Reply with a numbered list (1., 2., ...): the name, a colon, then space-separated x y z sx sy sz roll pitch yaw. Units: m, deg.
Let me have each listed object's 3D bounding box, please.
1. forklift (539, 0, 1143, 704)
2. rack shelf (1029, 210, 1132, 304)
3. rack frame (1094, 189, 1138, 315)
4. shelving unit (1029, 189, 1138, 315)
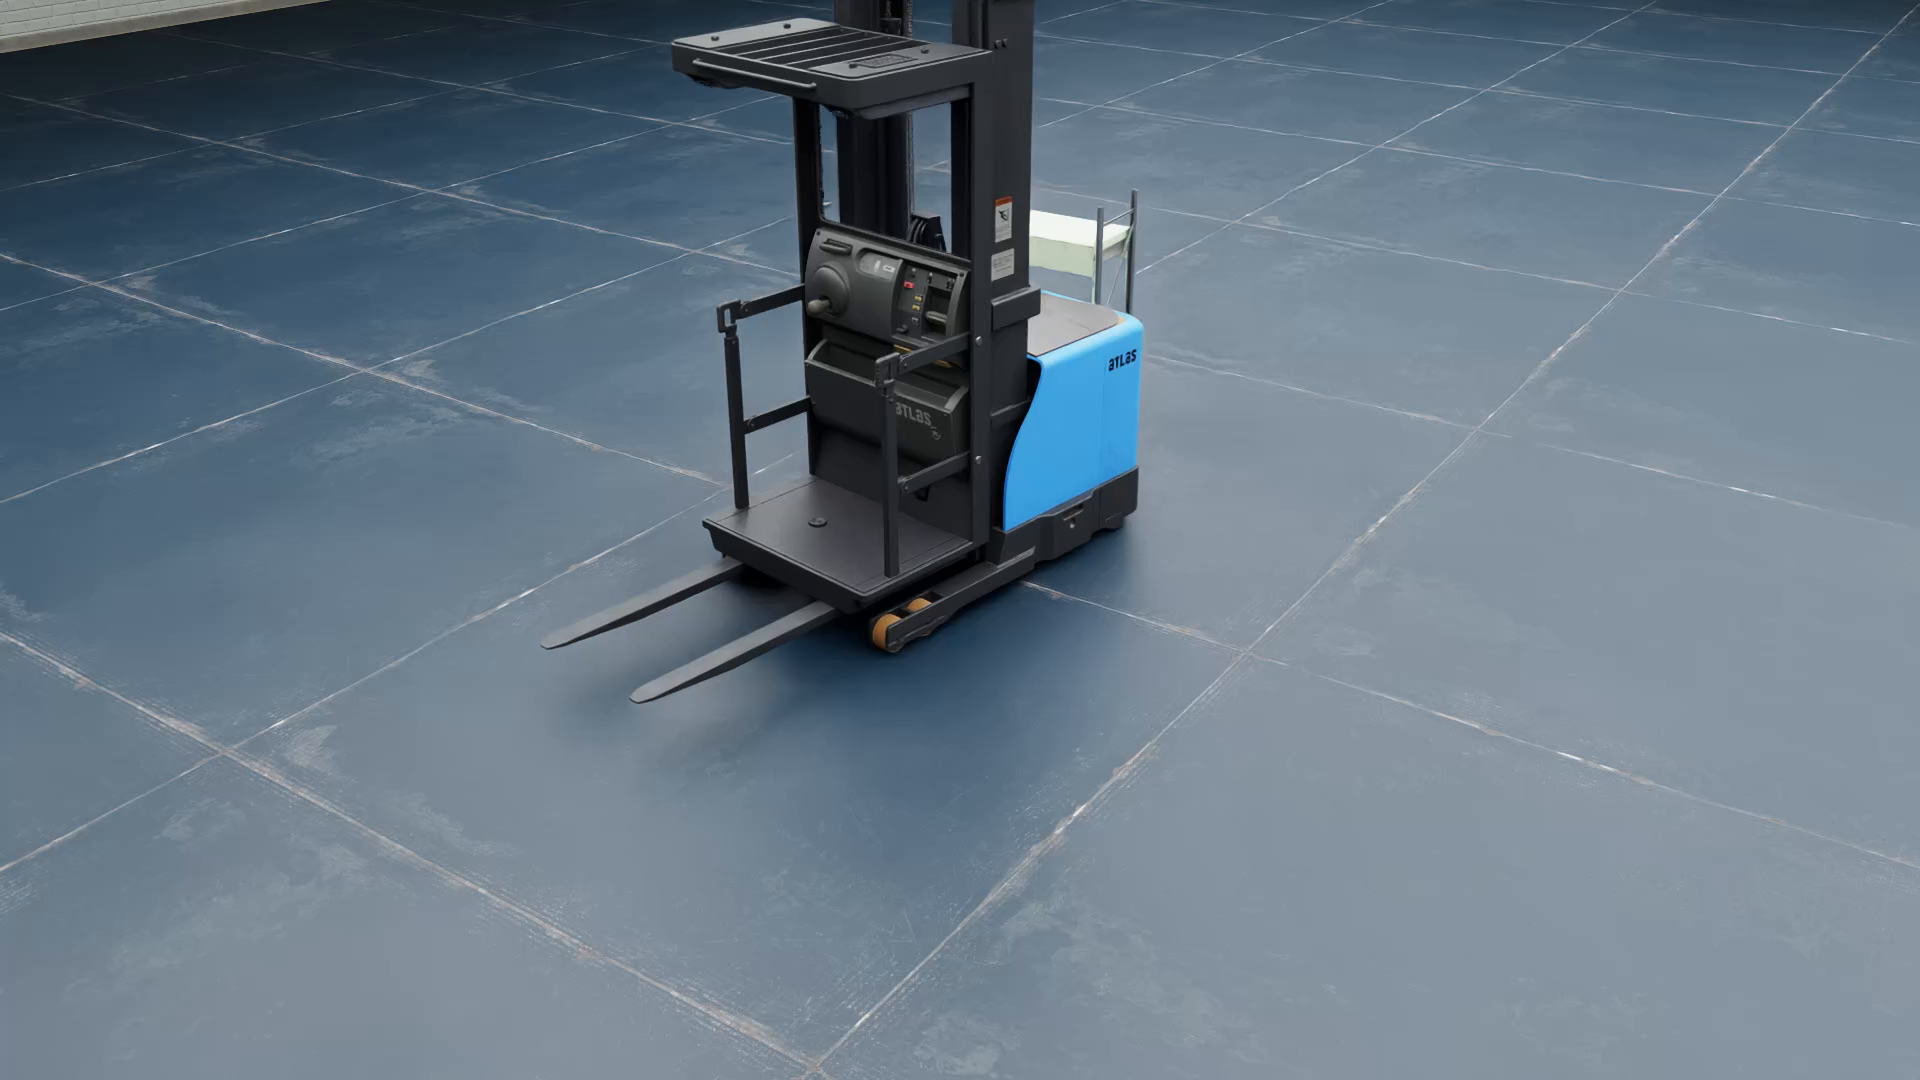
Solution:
1. forklift: -0.475 -1.075 7.131 1.130 2.935 3.031 23 35 37
2. rack shelf: 0.480 -1.473 8.631 0.720 0.370 0.431 16 31 29
3. rack frame: 0.788 -1.036 8.632 0.023 1.500 0.400 16 31 29
4. shelving unit: 0.480 -1.125 8.807 0.755 1.500 0.431 16 31 29
